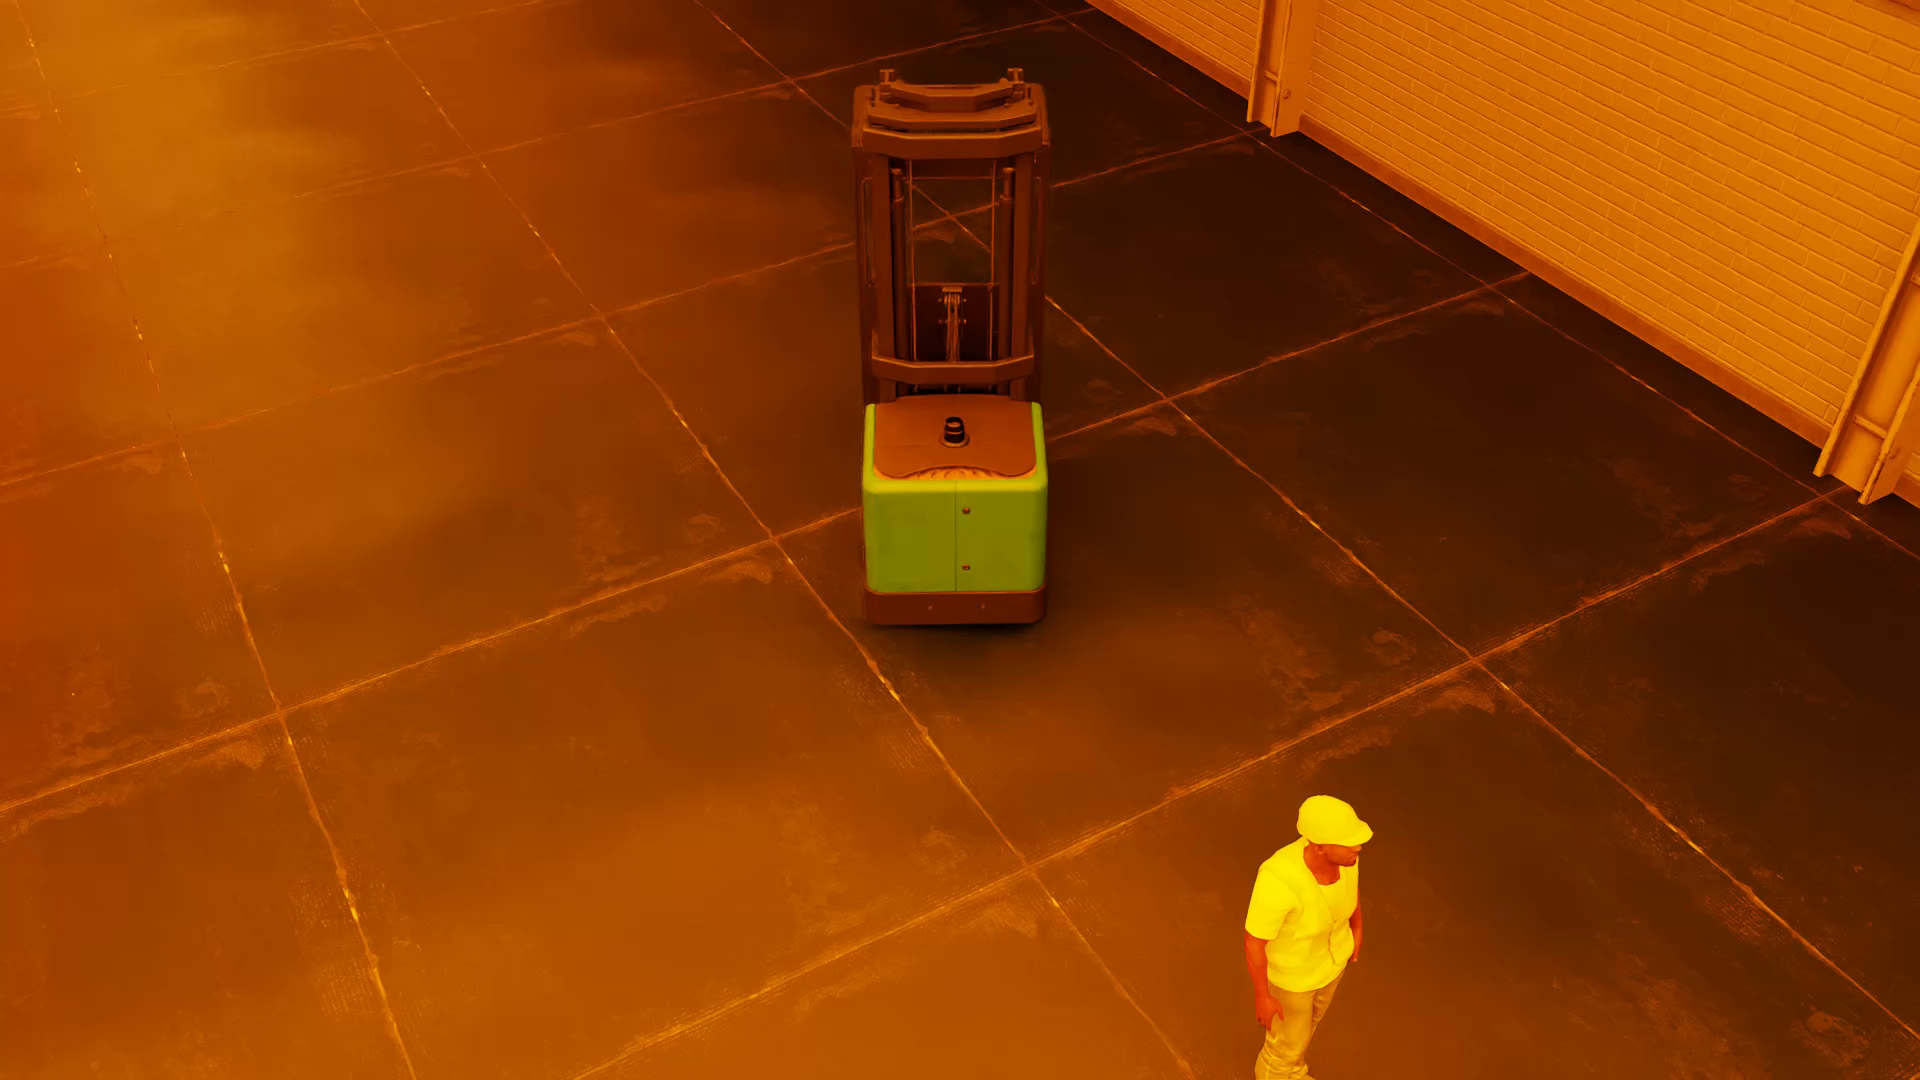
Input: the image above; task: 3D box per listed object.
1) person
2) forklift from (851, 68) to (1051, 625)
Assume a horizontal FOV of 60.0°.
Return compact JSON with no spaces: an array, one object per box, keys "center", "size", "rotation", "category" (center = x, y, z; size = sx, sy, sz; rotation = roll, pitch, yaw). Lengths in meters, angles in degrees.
[{"center":[1.472,1.763,6.811],"size":[0.666,1.765,0.577],"rotation":[-30,48,-31],"category":"person"},{"center":[-0.055,-1.551,9.906],"size":[1.130,2.935,3.031],"rotation":[-1,40,-1],"category":"forklift"}]
